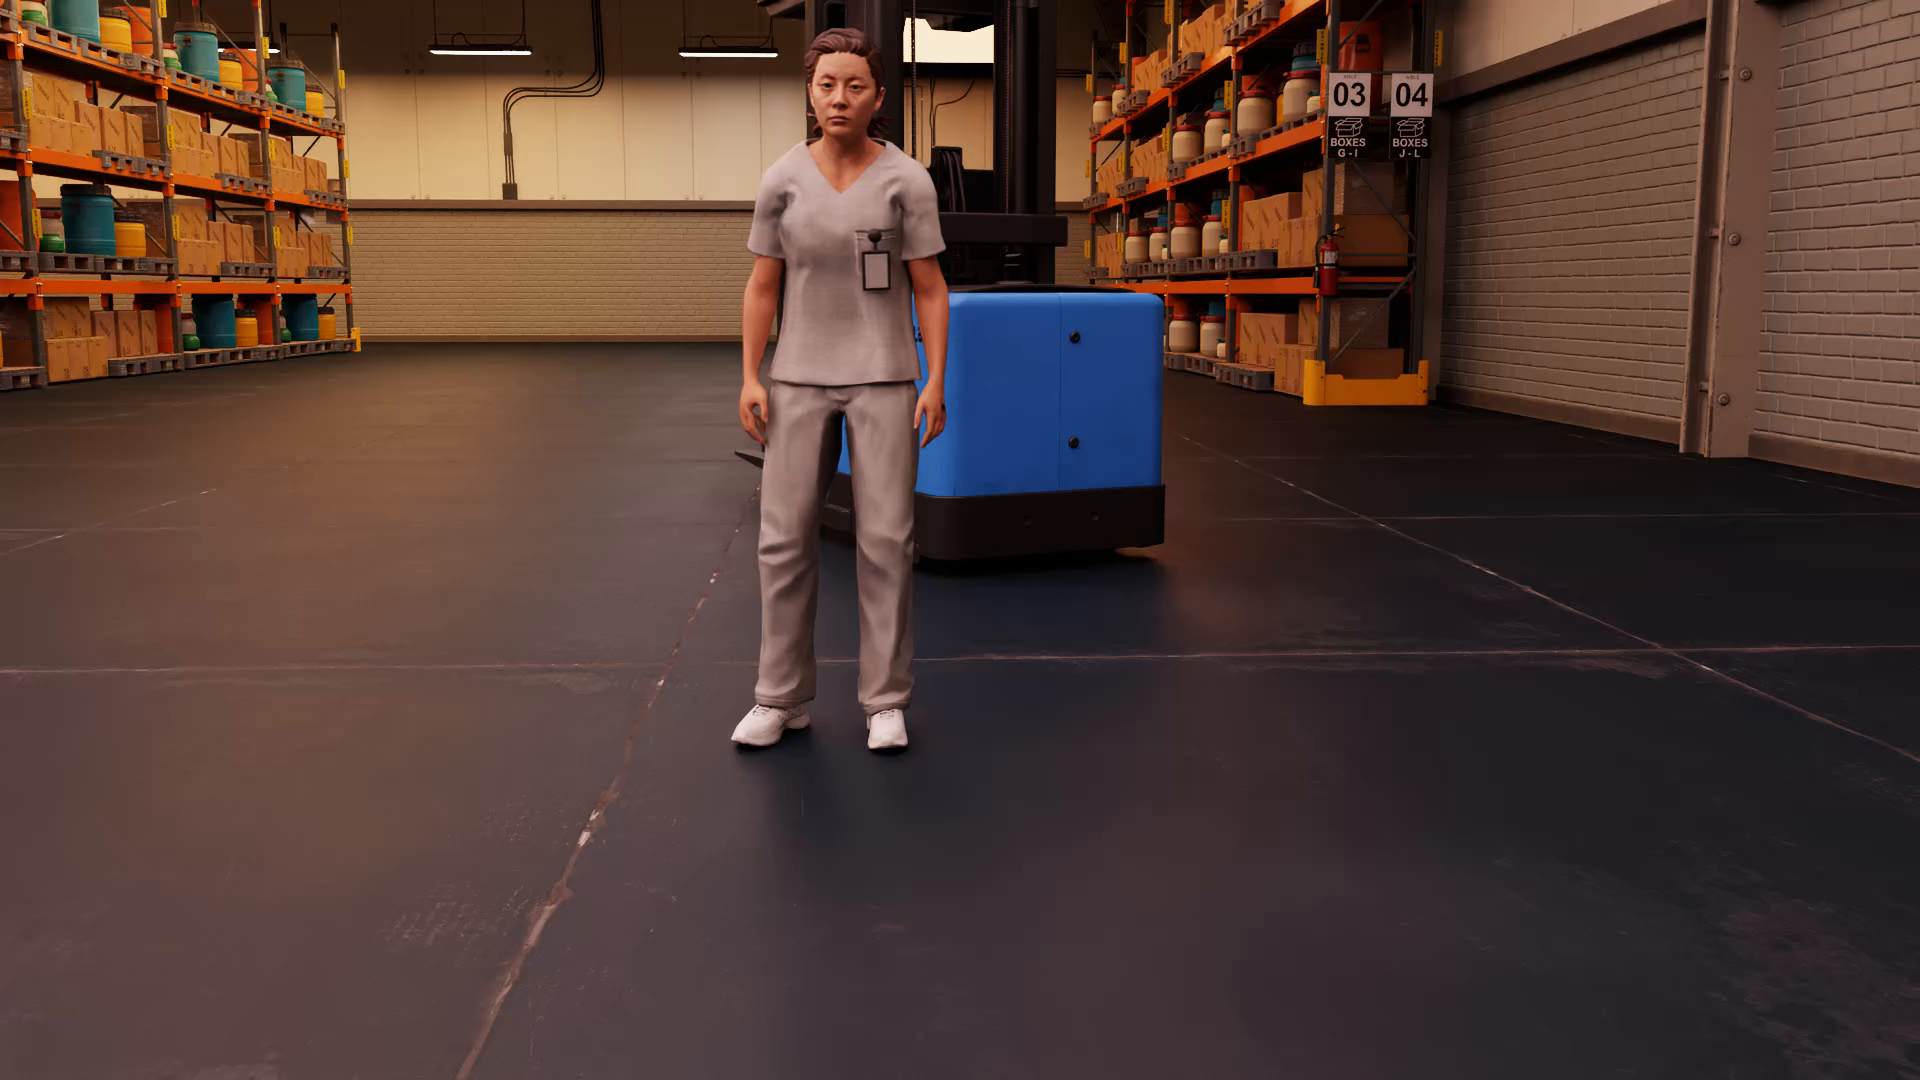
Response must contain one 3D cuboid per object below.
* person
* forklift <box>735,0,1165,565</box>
[{"bbox_3d":[-0.283,-0.347,3.952,0.500,1.672,0.353,1,8,5],"label":"person"},{"bbox_3d":[-0.264,-1.530,7.637,1.130,2.935,3.031,-4,9,-25],"label":"forklift"}]
